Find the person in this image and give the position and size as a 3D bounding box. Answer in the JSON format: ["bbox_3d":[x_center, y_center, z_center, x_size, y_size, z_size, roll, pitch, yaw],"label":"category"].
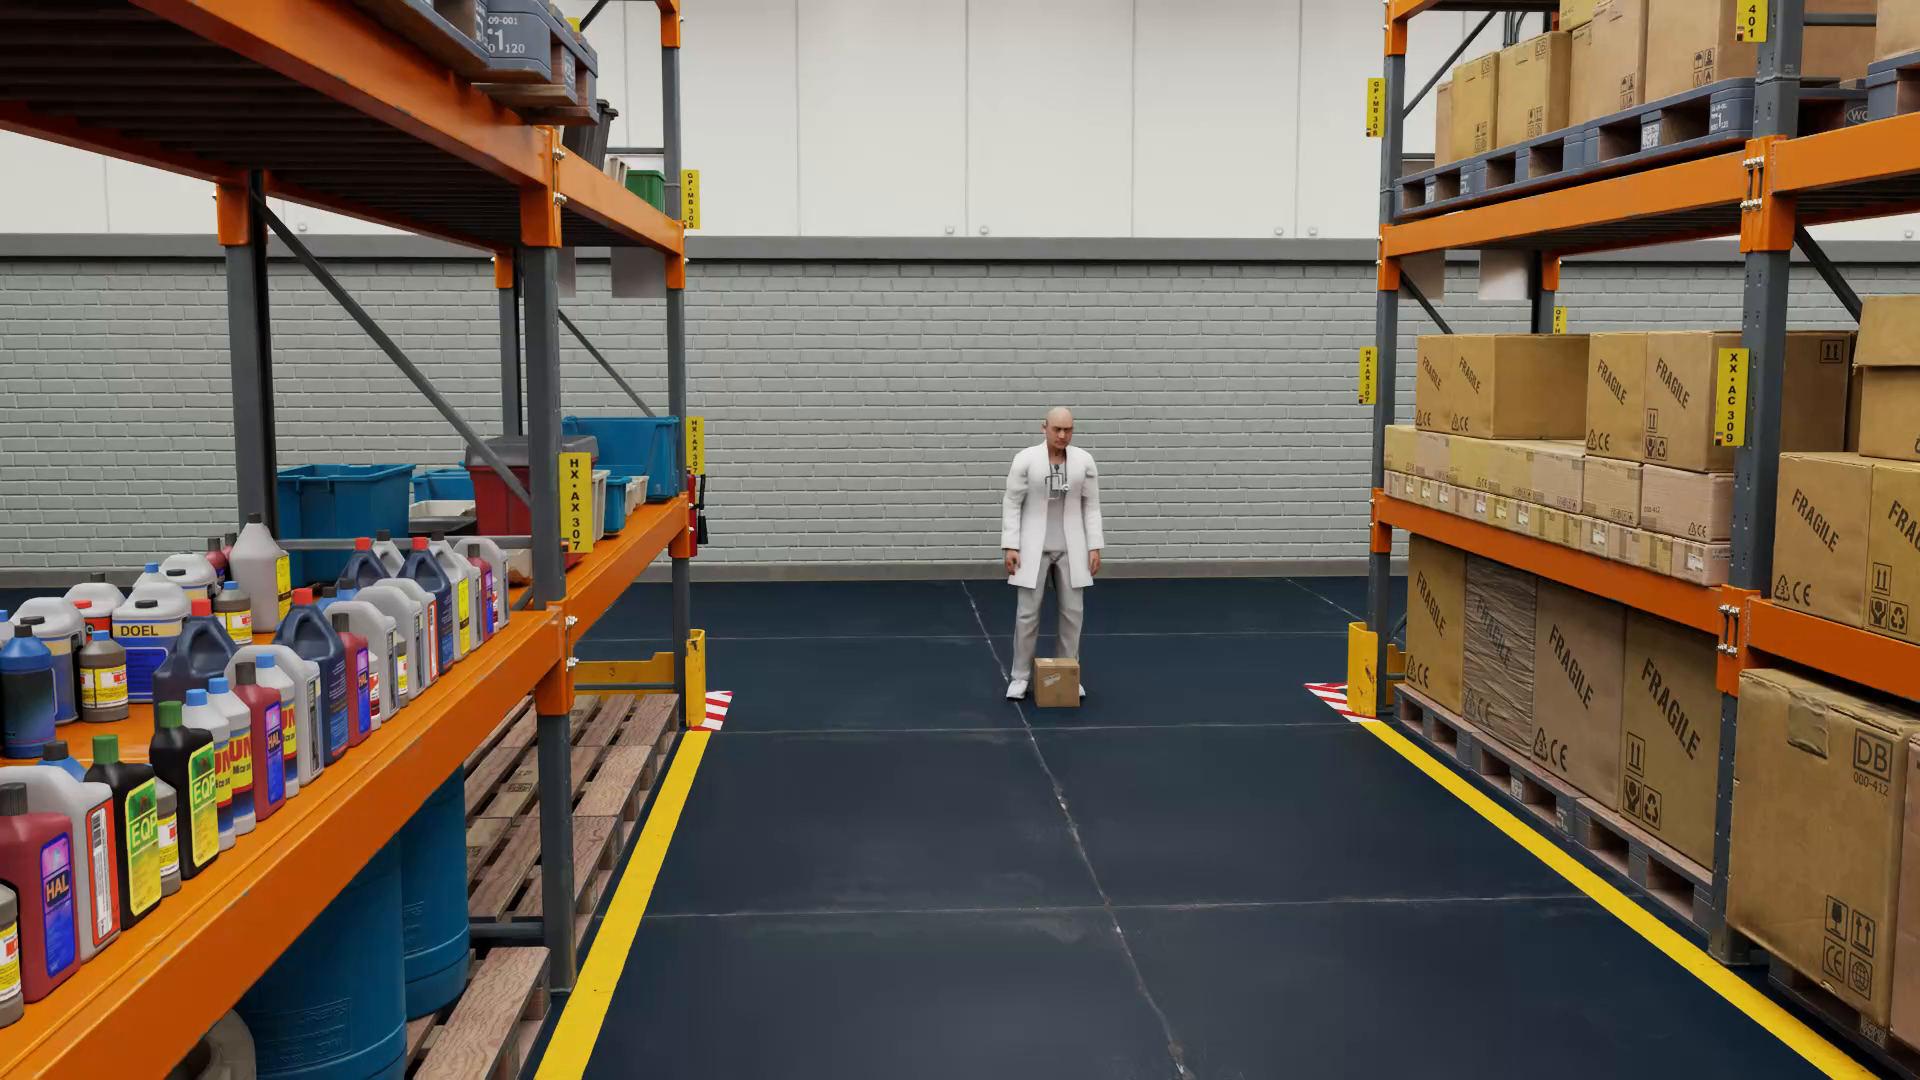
[{"bbox_3d":[0.569,0.073,10.187,0.646,1.772,0.429,-1,7,-7],"label":"person"}]
